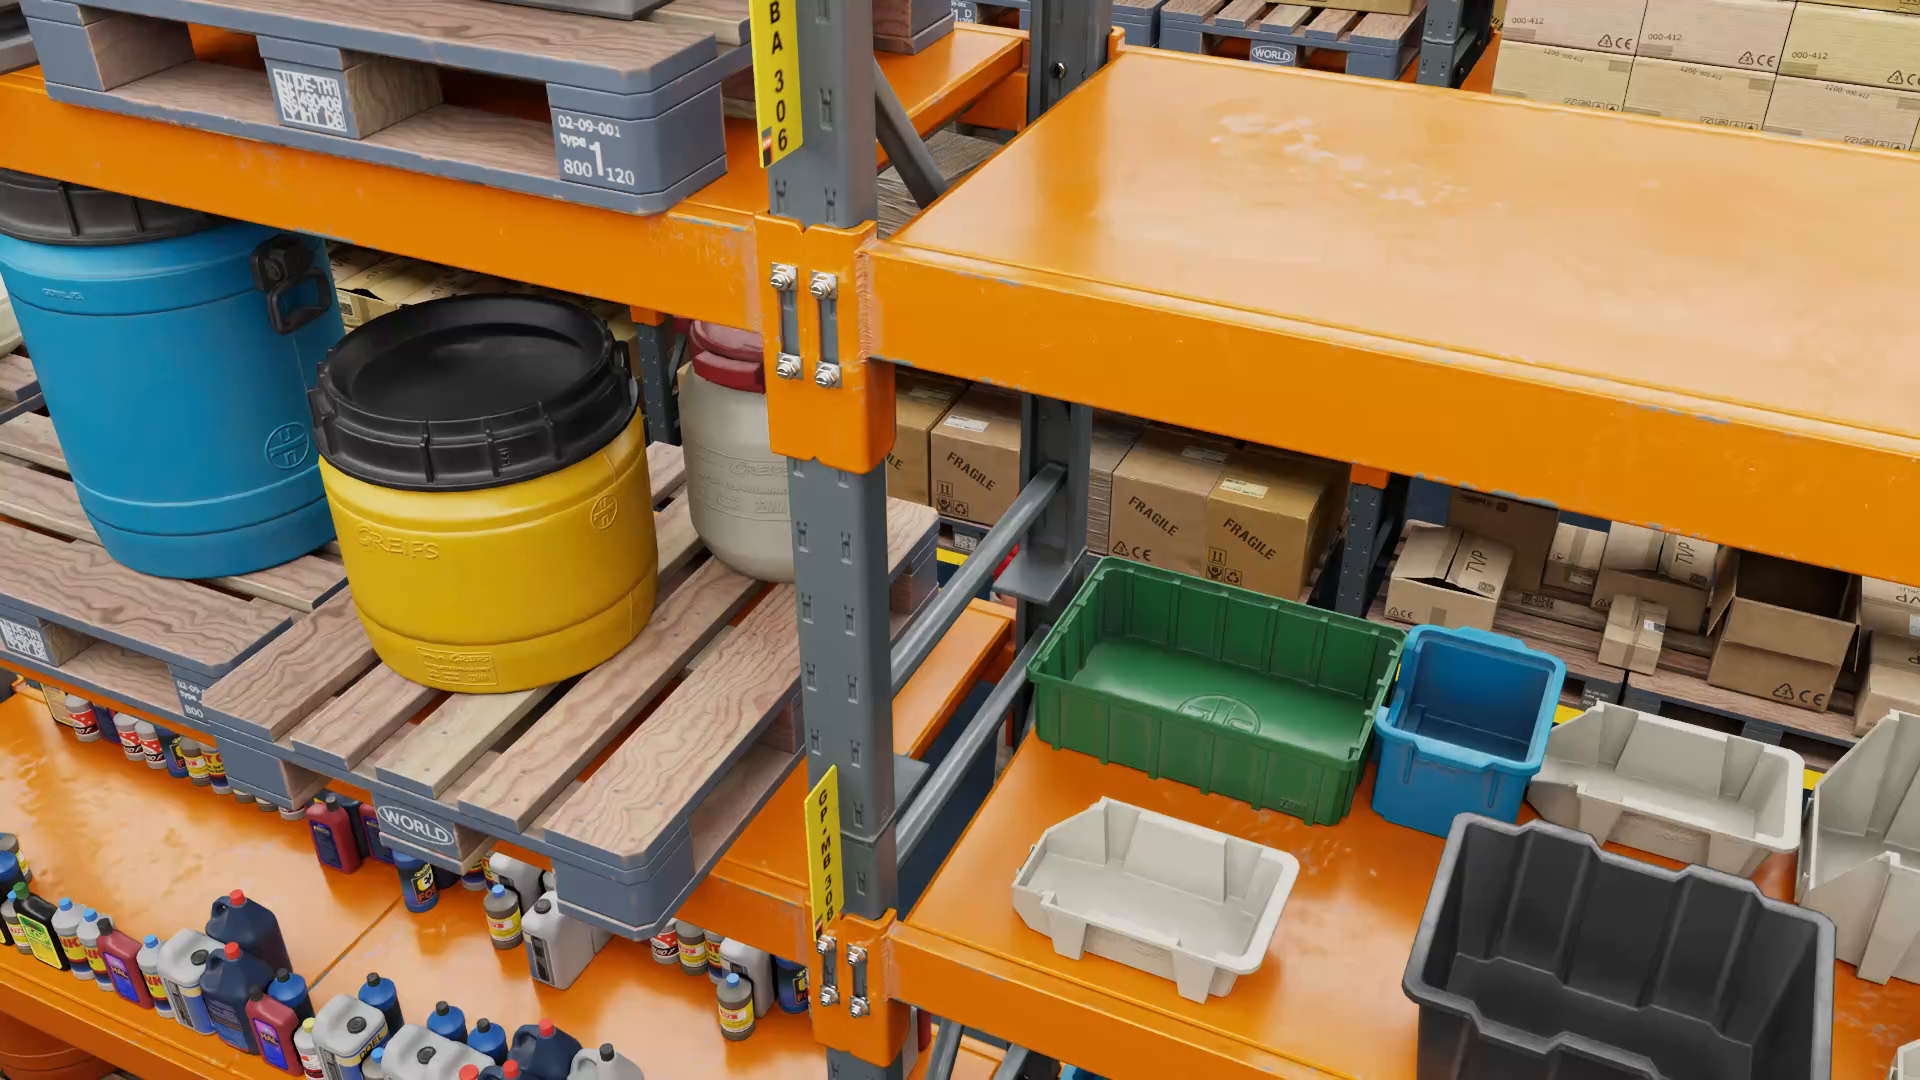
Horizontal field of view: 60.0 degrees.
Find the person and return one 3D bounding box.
[{"bbox_3d":[0.335,0.334,6.992,0.394,1.726,0.605,12,35,18],"label":"person"}]
